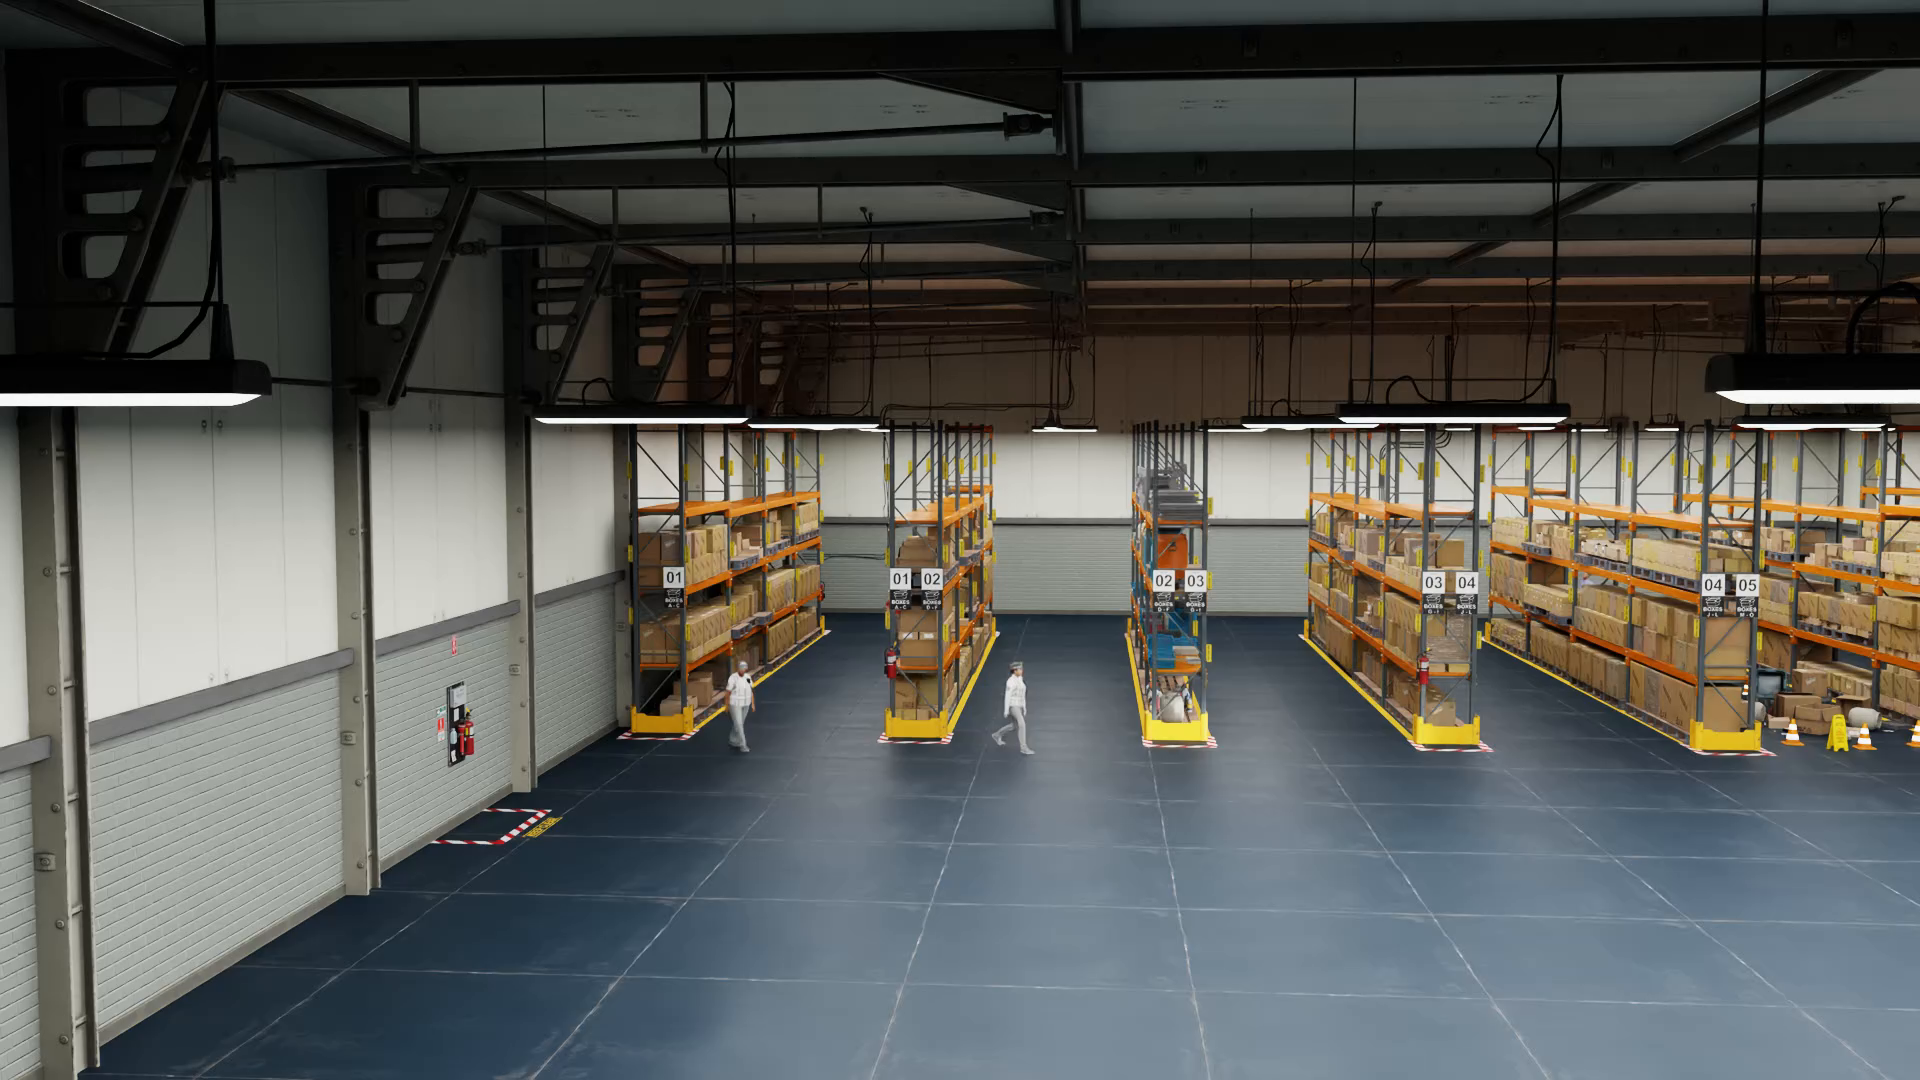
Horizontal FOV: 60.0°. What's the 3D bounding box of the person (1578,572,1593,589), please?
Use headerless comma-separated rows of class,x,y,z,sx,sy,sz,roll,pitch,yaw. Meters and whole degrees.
person,18.800,1.735,49.898,0.671,1.626,0.492,-2,4,-29

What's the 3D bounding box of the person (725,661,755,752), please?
person,-3.964,2.990,30.107,0.529,1.603,0.980,-4,5,-45

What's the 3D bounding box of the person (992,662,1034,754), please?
person,0.972,3.000,30.068,0.972,1.625,0.495,2,4,28

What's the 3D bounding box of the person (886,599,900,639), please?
person,-1.619,2.018,44.123,0.649,1.599,0.746,1,4,14
